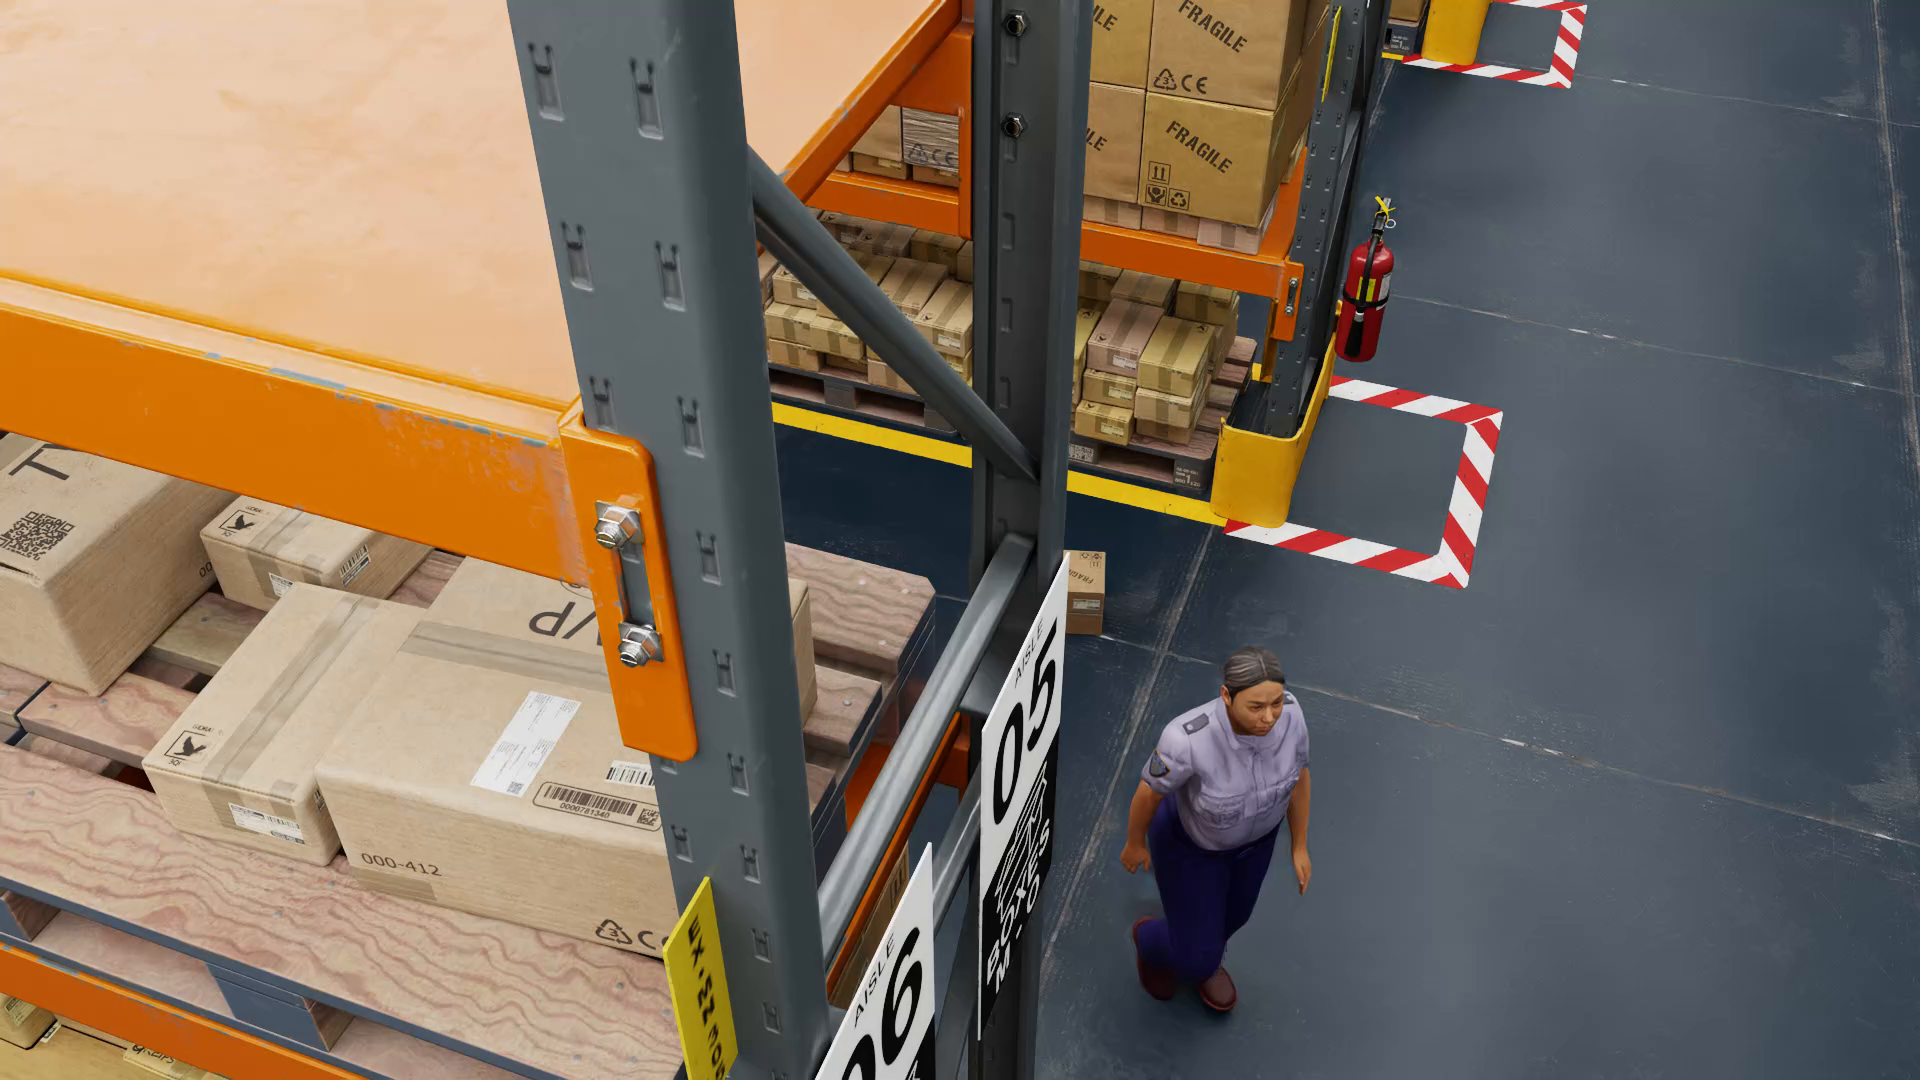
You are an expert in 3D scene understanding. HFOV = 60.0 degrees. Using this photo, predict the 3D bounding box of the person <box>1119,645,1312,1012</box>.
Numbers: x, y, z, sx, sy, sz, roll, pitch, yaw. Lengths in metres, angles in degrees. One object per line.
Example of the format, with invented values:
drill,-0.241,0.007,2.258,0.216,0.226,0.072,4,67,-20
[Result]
person,0.793,0.938,5.101,0.540,1.648,0.446,-18,45,-20
